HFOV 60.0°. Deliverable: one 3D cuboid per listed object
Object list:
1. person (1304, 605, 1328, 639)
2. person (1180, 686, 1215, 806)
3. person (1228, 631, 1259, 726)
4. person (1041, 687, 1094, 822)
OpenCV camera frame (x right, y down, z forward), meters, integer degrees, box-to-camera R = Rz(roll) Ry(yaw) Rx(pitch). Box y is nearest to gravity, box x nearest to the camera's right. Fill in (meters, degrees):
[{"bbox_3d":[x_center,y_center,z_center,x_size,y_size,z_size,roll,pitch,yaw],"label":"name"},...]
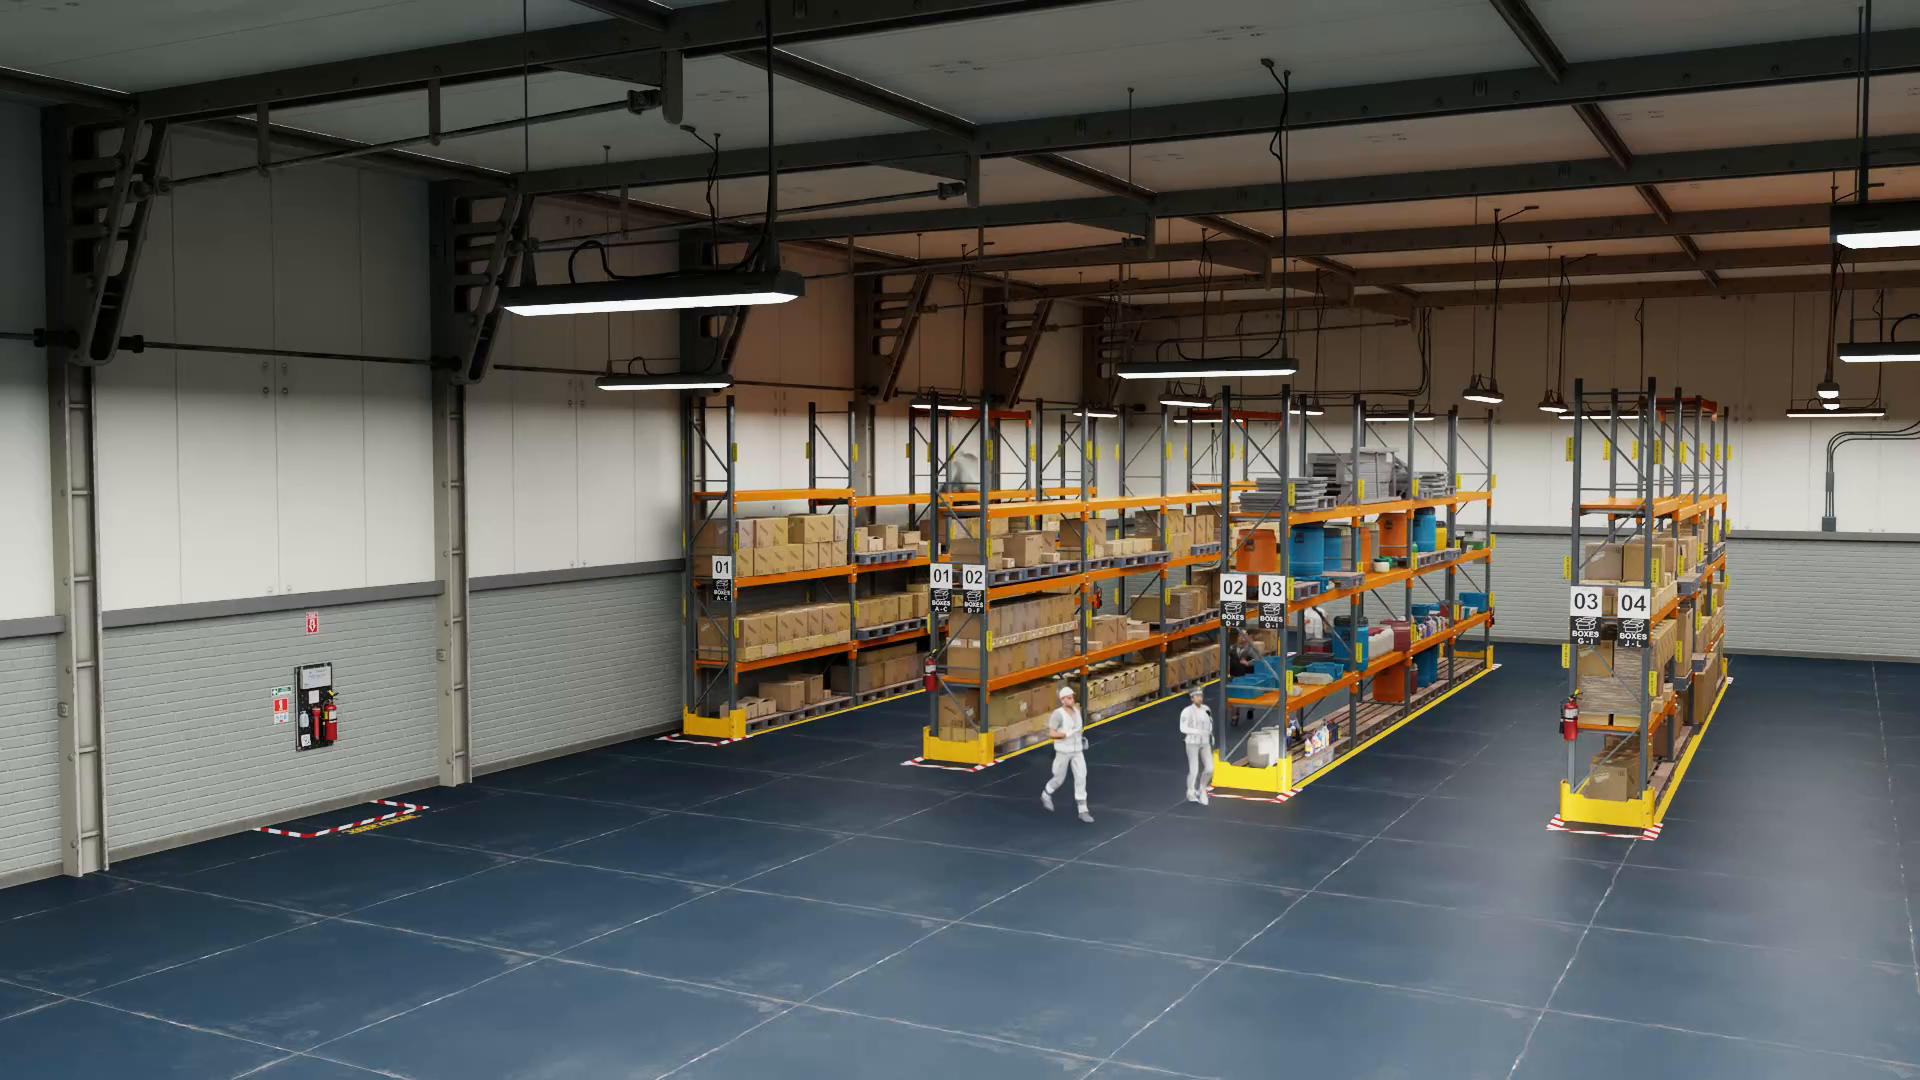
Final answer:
[{"bbox_3d":[8.117,2.157,38.084,0.584,1.703,0.786,1,3,17],"label":"person"},{"bbox_3d":[3.406,2.926,23.612,0.582,1.702,0.569,-1,3,-15],"label":"person"},{"bbox_3d":[5.161,2.519,30.476,0.659,1.698,0.968,1,3,21],"label":"person"},{"bbox_3d":[1.470,2.887,22.602,0.660,1.773,0.999,-2,4,-32],"label":"person"}]
